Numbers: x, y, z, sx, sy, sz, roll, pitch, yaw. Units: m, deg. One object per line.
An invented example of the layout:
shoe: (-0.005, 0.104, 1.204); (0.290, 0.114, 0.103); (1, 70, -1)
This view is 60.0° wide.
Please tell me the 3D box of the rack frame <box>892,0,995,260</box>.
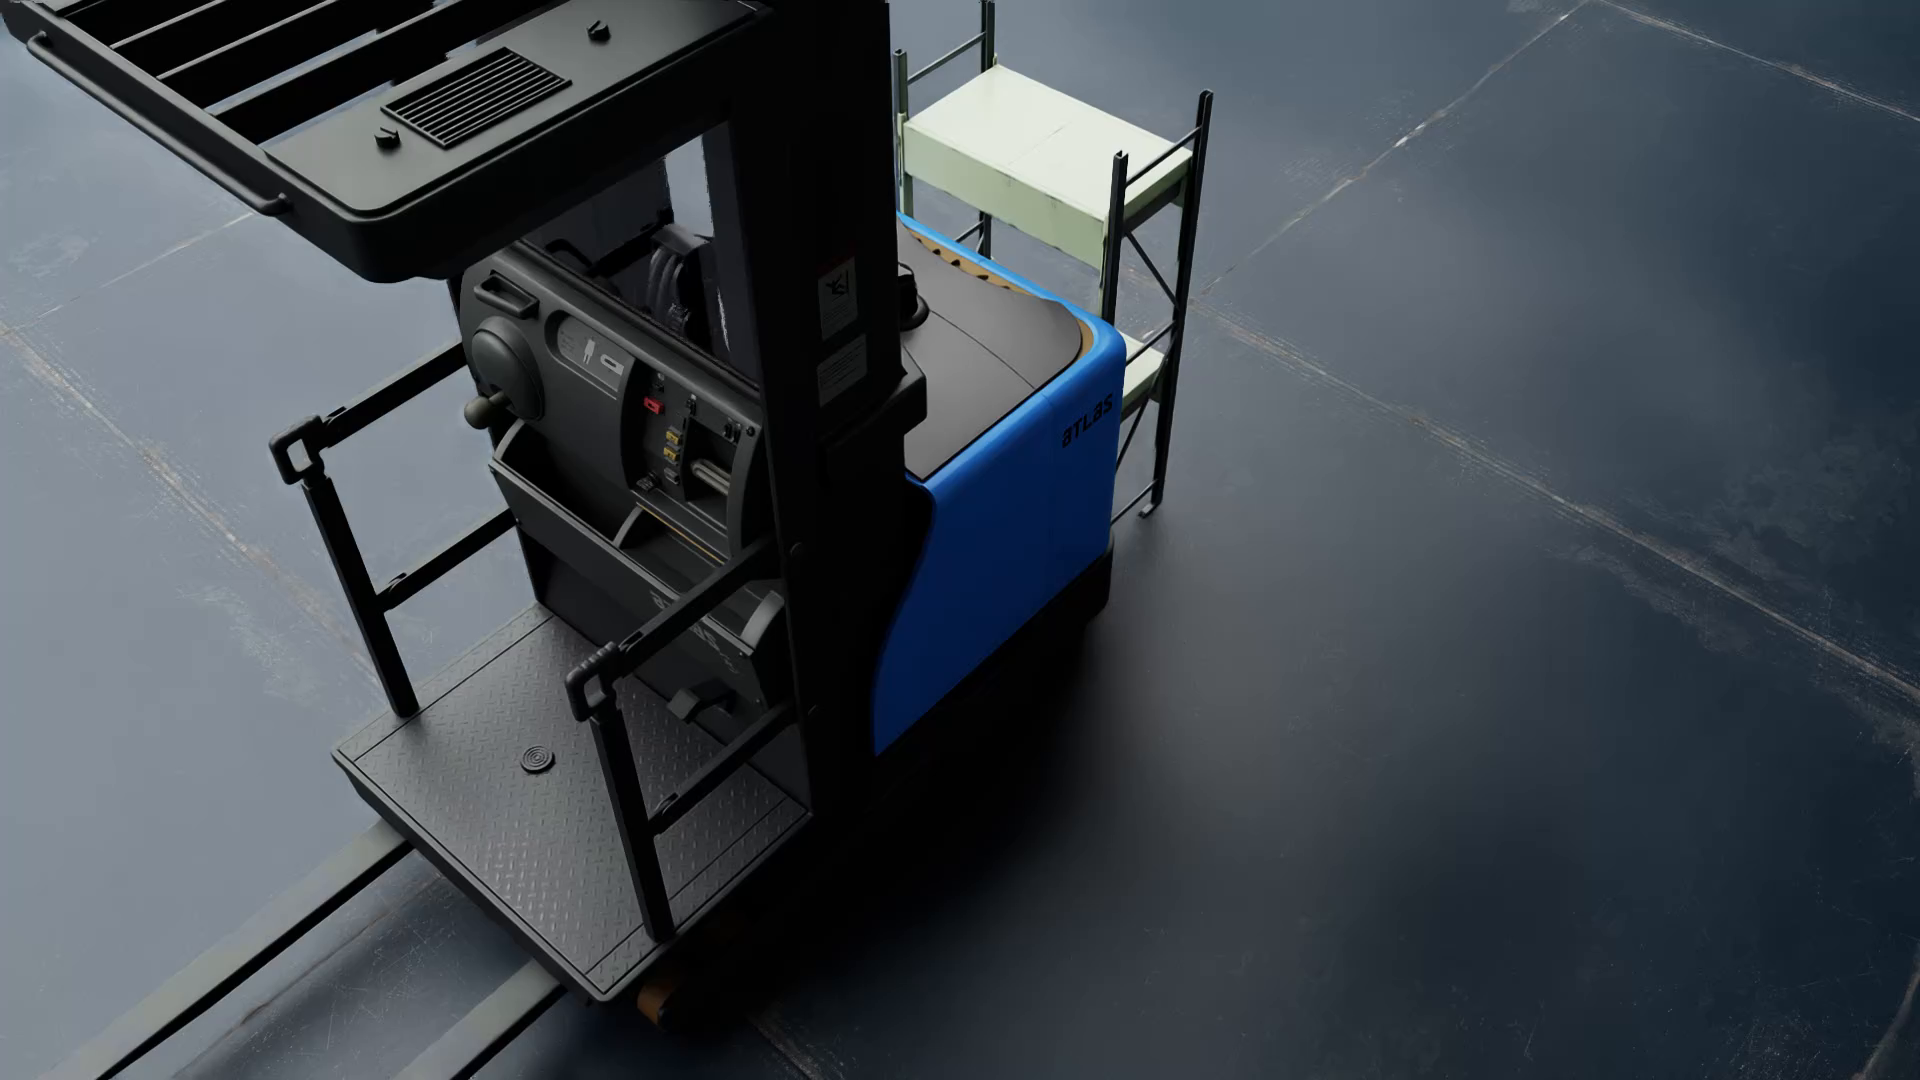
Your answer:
rack frame: (-0.041, -0.882, 5.050); (0.023, 1.500, 0.400); (32, 55, 26)

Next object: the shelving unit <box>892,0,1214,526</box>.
shelving unit: (0.237, -0.709, 4.887); (0.755, 1.500, 0.431); (32, 55, 26)

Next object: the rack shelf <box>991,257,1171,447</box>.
rack shelf: (0.237, -0.485, 5.124); (0.720, 0.370, 0.431); (32, 55, 26)

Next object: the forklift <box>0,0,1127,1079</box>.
forklift: (-0.901, -0.224, 3.450); (1.130, 2.935, 3.031); (33, 55, 27)

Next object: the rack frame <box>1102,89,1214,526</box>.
rack frame: (0.514, -0.535, 4.724); (0.023, 1.500, 0.400); (32, 55, 26)

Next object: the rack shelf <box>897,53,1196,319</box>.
rack shelf: (0.236, -0.976, 4.602); (0.720, 0.370, 0.431); (32, 55, 26)
